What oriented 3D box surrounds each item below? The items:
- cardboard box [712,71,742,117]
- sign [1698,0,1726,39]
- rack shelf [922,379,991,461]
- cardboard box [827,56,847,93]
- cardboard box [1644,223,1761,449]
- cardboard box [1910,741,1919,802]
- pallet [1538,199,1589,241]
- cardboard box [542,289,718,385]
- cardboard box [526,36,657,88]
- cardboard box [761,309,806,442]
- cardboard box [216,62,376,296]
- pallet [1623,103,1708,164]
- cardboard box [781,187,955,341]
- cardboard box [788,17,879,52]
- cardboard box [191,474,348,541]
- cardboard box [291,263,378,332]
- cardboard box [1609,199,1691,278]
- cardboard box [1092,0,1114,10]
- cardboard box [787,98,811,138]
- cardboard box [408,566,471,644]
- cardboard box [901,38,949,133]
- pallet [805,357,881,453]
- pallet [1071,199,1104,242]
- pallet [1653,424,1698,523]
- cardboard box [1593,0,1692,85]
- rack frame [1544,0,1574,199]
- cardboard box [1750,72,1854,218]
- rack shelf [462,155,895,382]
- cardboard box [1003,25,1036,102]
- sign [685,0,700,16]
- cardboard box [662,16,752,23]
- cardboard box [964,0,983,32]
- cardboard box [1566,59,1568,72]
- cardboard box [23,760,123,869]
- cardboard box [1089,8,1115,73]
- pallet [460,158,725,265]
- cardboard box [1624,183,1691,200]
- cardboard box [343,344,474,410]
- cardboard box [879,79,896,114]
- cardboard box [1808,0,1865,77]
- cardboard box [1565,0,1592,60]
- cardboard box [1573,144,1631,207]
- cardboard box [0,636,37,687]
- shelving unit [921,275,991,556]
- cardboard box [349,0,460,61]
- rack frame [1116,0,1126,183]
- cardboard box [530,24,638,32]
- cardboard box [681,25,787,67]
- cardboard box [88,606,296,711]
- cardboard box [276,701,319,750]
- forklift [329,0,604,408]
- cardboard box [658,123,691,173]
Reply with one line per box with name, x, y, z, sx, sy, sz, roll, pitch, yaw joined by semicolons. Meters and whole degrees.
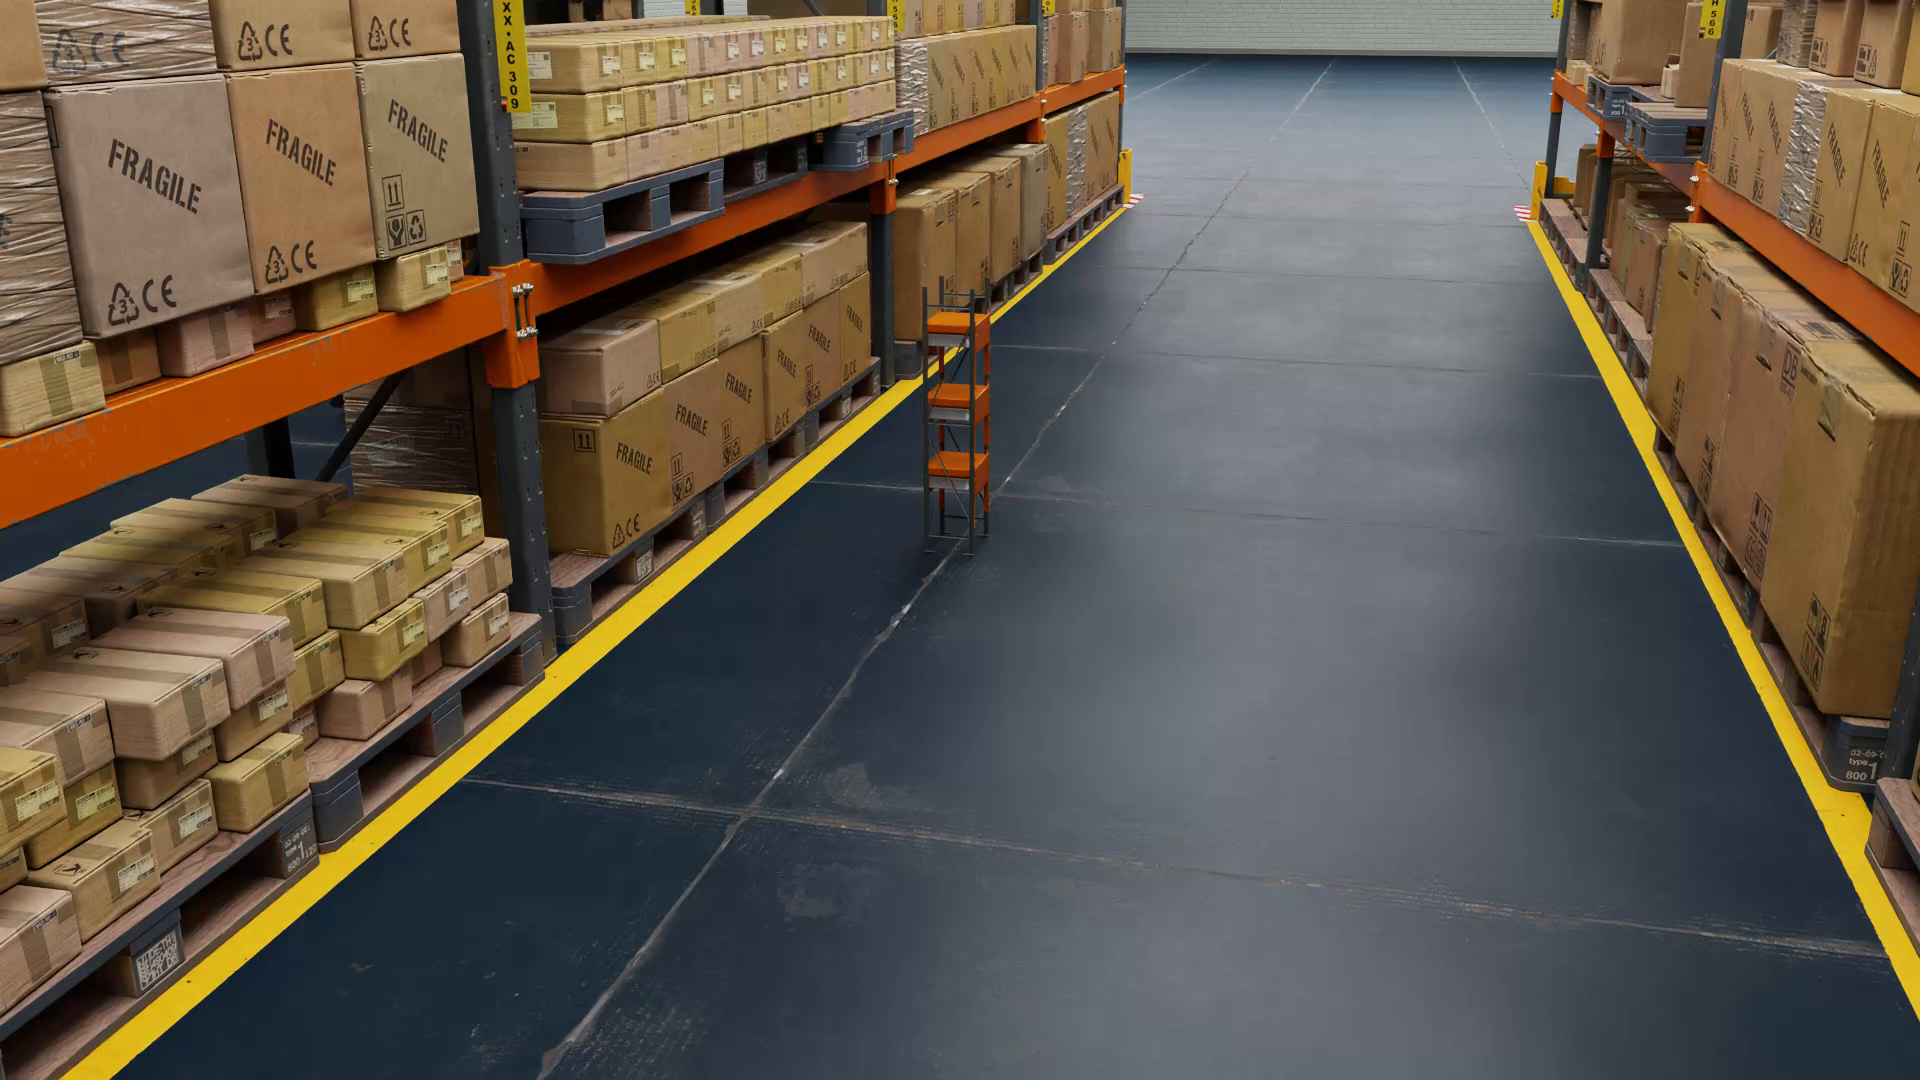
cardboard box;-1.043;-1.681;6.246;0.380;0.149;0.250;5;20;16
sign;3.397;-2.425;7.478;0.100;0.325;0.005;5;19;13
rack shelf;-0.013;-0.470;6.472;0.215;0.259;0.240;5;19;13
cardboard box;-0.725;-2.083;7.424;0.380;0.149;0.250;5;19;14
cardboard box;3.737;-0.853;7.183;1.225;0.875;0.875;4;19;11
cardboard box;2.710;0.386;3.553;0.875;0.875;0.875;5;19;13
pallet;5.629;-2.787;14.520;1.003;0.211;1.213;5;19;13
cardboard box;-1.272;-0.793;6.426;0.500;0.250;0.500;5;20;15
cardboard box;-1.232;-1.581;5.494;0.380;0.149;0.250;5;20;15
cardboard box;-1.010;-0.758;7.482;0.500;0.500;0.500;4;19;11
cardboard box;-1.809;-0.896;4.055;0.500;0.500;0.500;4;19;12
pallet;3.997;-2.016;8.245;1.213;0.211;1.003;5;19;13
cardboard box;-0.623;-1.616;9.609;1.050;0.750;0.750;4;19;13
cardboard box;-0.598;-2.391;7.866;0.380;0.149;0.250;4;19;13
cardboard box;-2.121;-0.084;5.133;0.380;0.149;0.250;5;20;16
cardboard box;-1.760;-0.649;4.336;0.380;0.149;0.250;5;20;16
cardboard box;4.732;-1.963;10.981;0.700;0.500;0.500;3;19;9
cardboard box;0.922;-5.095;15.060;0.875;0.550;0.550;5;19;13
cardboard box;-0.852;-1.785;7.013;0.380;0.149;0.250;5;20;15
cardboard box;-1.659;0.175;4.836;0.380;0.149;0.250;4;19;11
cardboard box;-0.366;-2.624;9.576;0.500;0.500;0.500;4;19;13
pallet;-1.051;-0.734;8.509;1.003;0.211;1.213;5;19;13
pallet;0.676;-2.848;14.699;1.003;0.211;1.213;5;19;13
pallet;3.660;-0.314;7.280;1.003;0.211;1.213;5;19;13
cardboard box;4.573;-3.373;10.345;1.000;1.000;1.000;5;19;14
rack frame;5.881;-4.382;14.877;1.000;3.000;0.127;5;19;13
cardboard box;3.298;-1.469;6.192;0.500;0.500;0.500;4;19;12
rack shelf;-1.348;-1.331;7.056;1.077;0.370;4.000;5;19;13
cardboard box;0.250;-3.414;11.889;0.500;0.500;0.500;5;19;13
sign;-1.398;-2.889;8.713;0.100;0.325;0.005;5;19;13
cardboard box;-1.223;-2.446;8.025;0.380;0.149;0.250;4;19;12
cardboard box;-0.245;-3.596;10.875;0.700;0.500;0.500;5;19;14
cardboard box;5.580;-4.193;14.711;0.380;0.149;0.250;5;19;13
cardboard box;-2.099;0.575;3.663;0.380;0.149;0.250;6;20;16
cardboard box;0.936;-4.583;15.231;0.875;0.550;0.550;5;19;13
pallet;-1.508;-1.182;5.803;1.003;0.211;1.213;5;19;13
cardboard box;5.040;-2.267;11.900;0.500;0.500;0.500;4;19;12
cardboard box;-1.899;-0.669;6.061;0.500;0.250;0.500;4;19;12
cardboard box;-0.534;-2.187;8.189;0.380;0.149;0.250;5;19;14
cardboard box;3.570;-1.965;6.093;0.797;0.503;0.637;5;20;15
cardboard box;5.720;-4.400;14.314;0.875;0.500;0.500;5;19;13
cardboard box;5.712;-3.204;14.644;0.500;0.500;0.500;9;21;23
cardboard box;-2.430;0.330;3.922;0.380;0.149;0.250;4;19;11
shelving unit;-0.013;-0.480;6.469;0.215;1.050;0.252;5;19;13
cardboard box;-1.689;-1.537;4.385;0.500;0.500;0.500;4;19;11
rack frame;1.096;-4.806;16.116;1.000;3.000;0.127;5;19;13
cardboard box;-1.544;-2.040;6.838;0.380;0.149;0.250;4;19;13
cardboard box;-0.917;-1.983;6.671;0.380;0.149;0.250;5;20;15
cardboard box;-1.864;0.286;4.051;0.380;0.149;0.250;4;19;11
cardboard box;-1.930;0.492;4.369;0.380;0.149;0.250;4;19;12
forklift;-2.354;-2.426;9.257;1.130;2.935;3.031;5;19;14
cardboard box;-1.167;-1.377;5.817;0.380;0.149;0.250;5;19;14
